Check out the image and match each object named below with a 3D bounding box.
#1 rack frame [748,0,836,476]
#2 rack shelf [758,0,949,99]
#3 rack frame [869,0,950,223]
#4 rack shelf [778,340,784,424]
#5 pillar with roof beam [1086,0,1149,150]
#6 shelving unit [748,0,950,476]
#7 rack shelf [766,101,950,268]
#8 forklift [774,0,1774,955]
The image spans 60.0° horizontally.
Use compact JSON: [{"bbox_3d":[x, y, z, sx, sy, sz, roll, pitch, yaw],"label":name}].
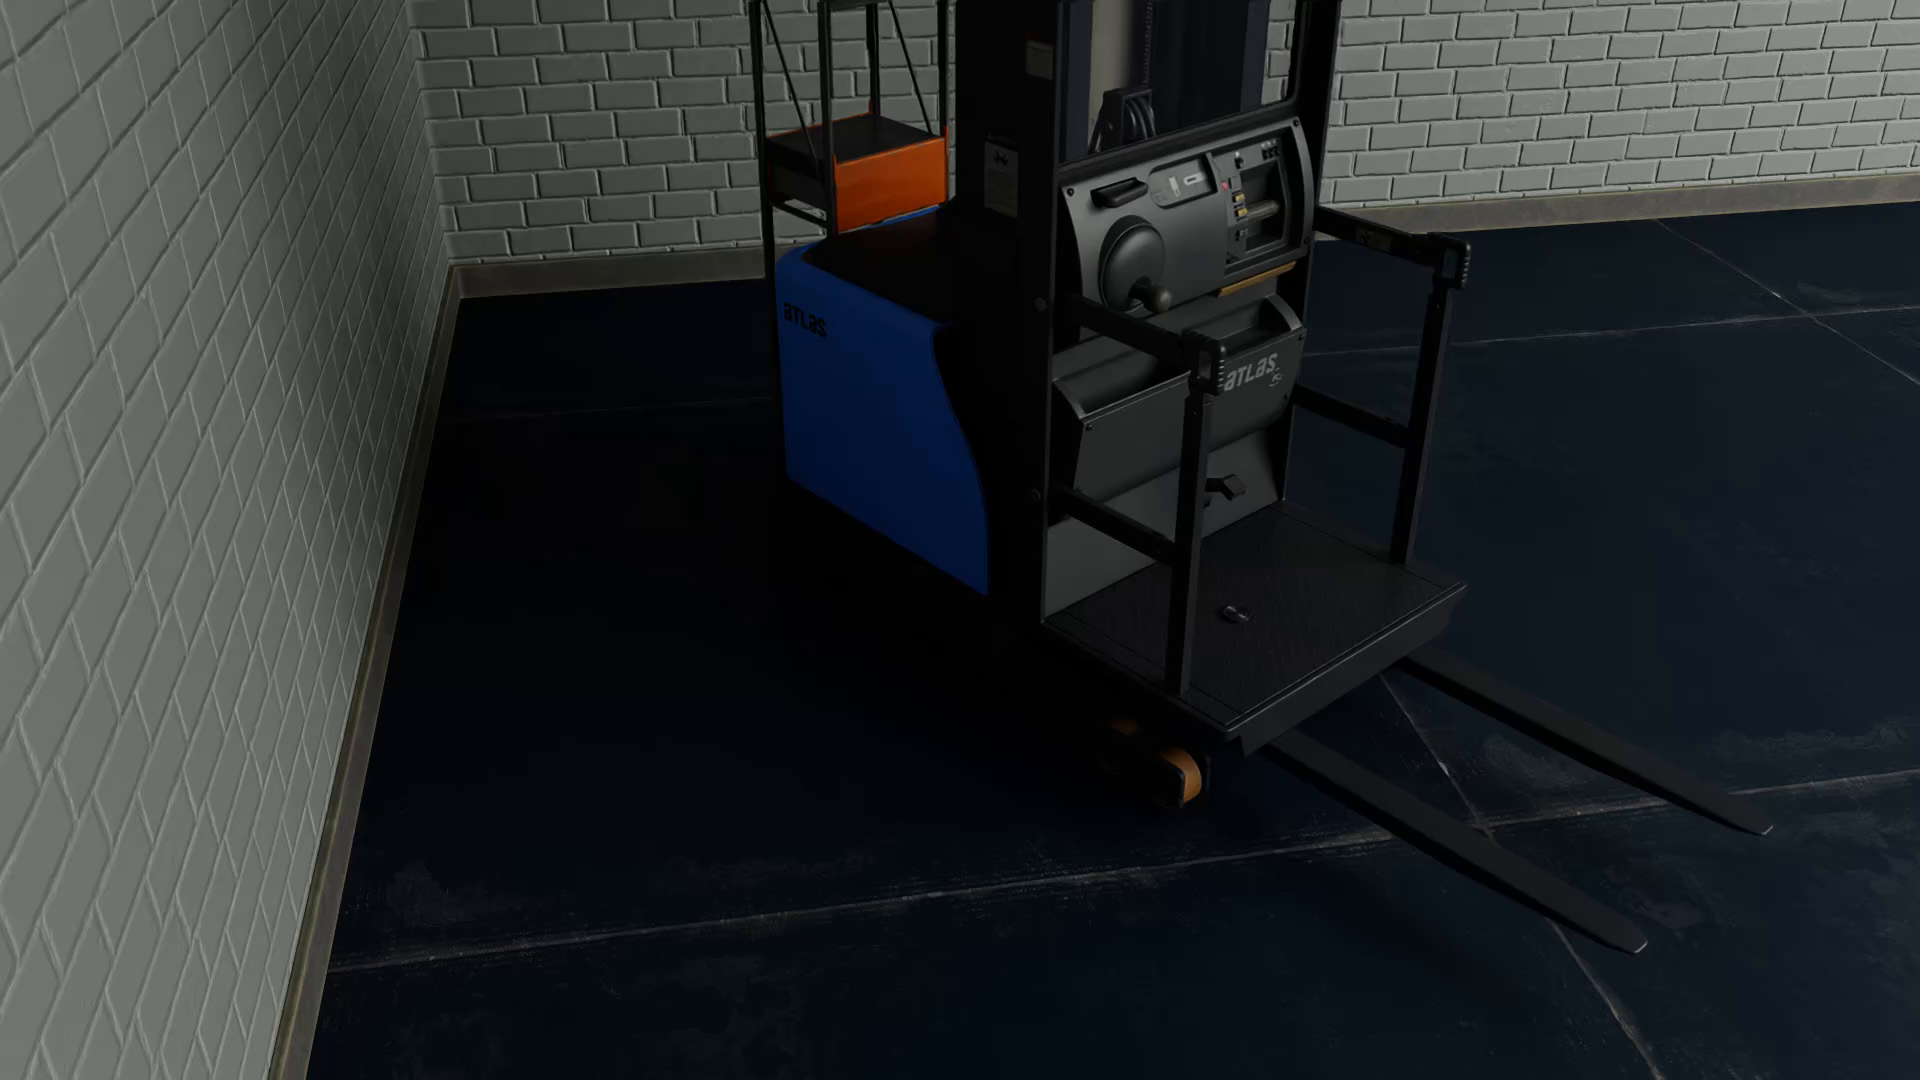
[{"bbox_3d":[-0.538,-1.079,5.514,0.015,2.100,0.400,-24,38,-35],"label":"rack frame"},{"bbox_3d":[-0.355,-1.753,5.305,0.480,0.518,0.431,-24,38,-35],"label":"rack shelf"},{"bbox_3d":[-0.173,-1.243,5.793,0.015,2.100,0.400,-24,38,-35],"label":"rack frame"},{"bbox_3d":[-0.355,-0.546,6.015,0.480,0.518,0.431,-24,38,-35],"label":"rack shelf"},{"bbox_3d":[1.425,-3.055,2.068,0.400,9.000,9.100,-5,31,-9],"label":"pillar with roof beam"},{"bbox_3d":[-0.355,-1.161,5.653,0.503,2.100,0.431,-24,38,-35],"label":"shelving unit"},{"bbox_3d":[-0.355,-1.149,5.660,0.480,0.518,0.431,-24,38,-35],"label":"rack shelf"},{"bbox_3d":[0.761,-0.828,4.267,1.130,2.935,3.031,-24,38,-35],"label":"forklift"}]
